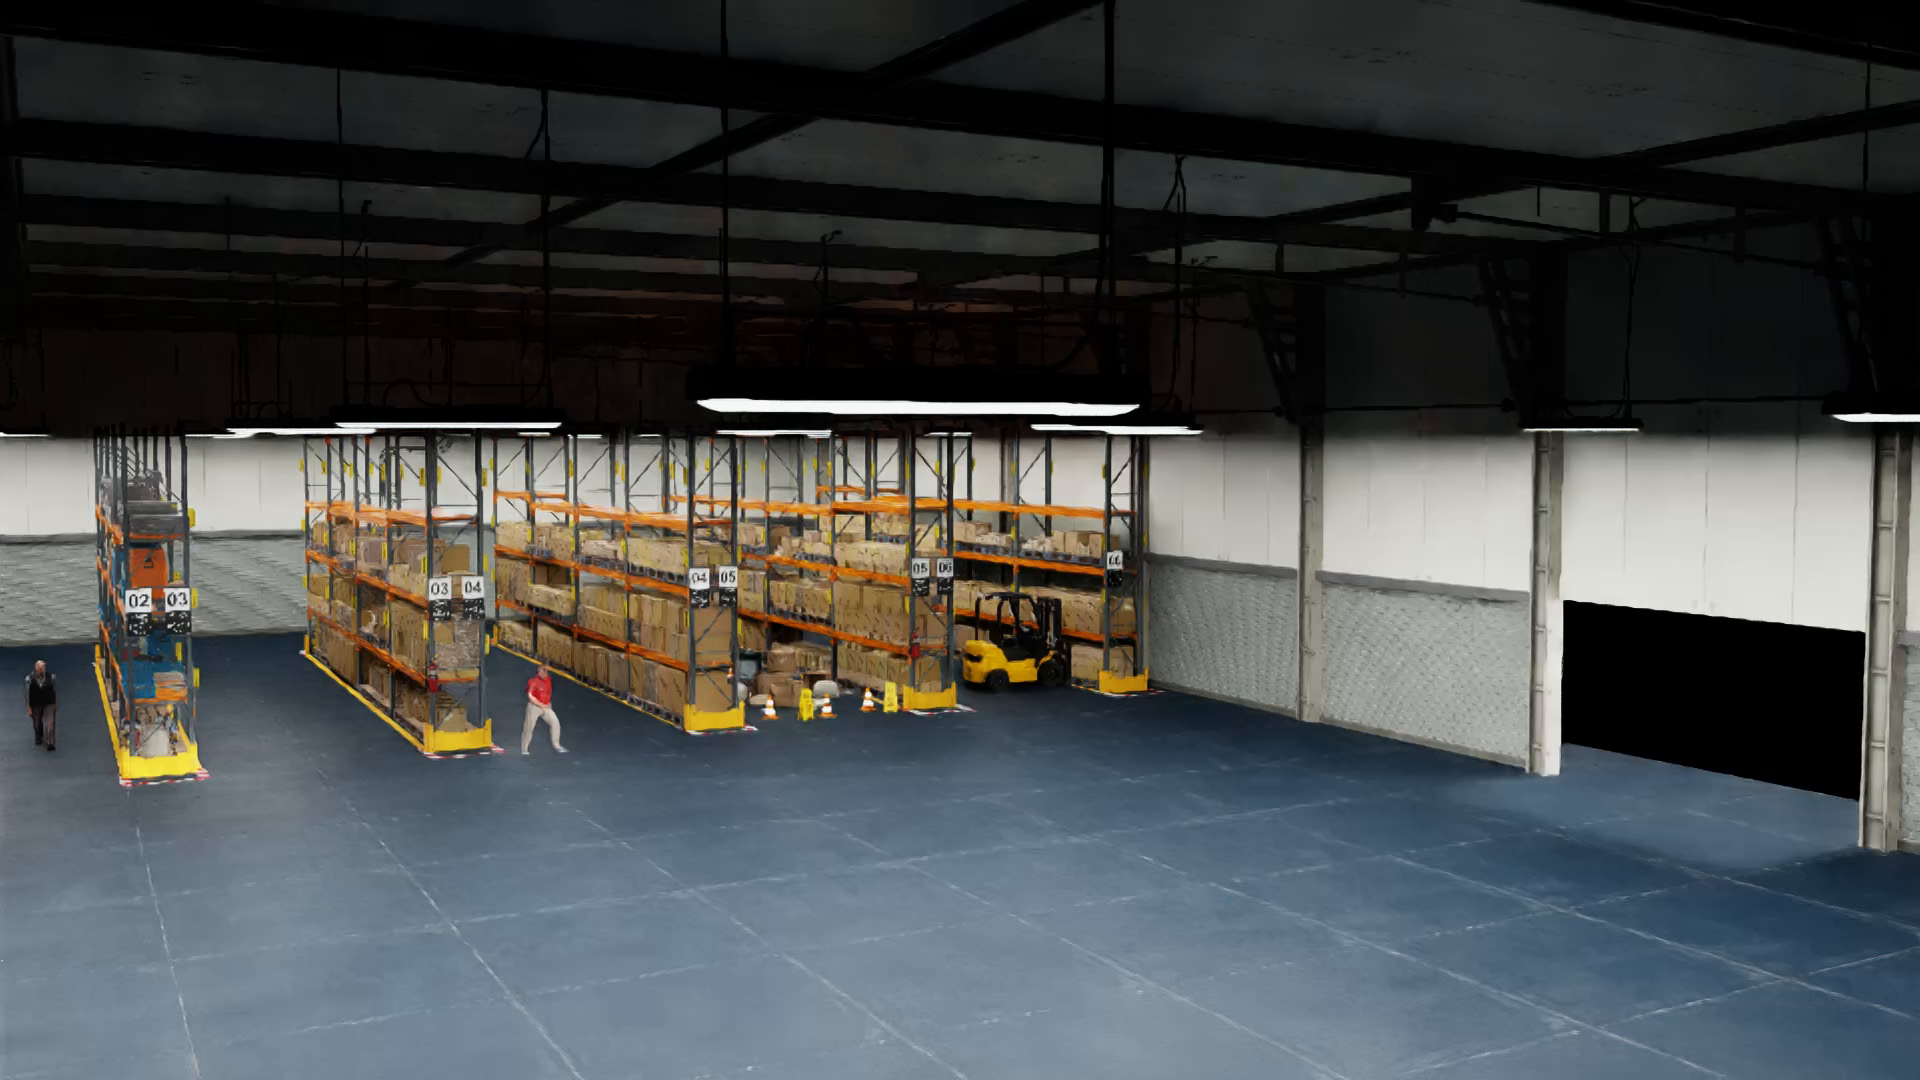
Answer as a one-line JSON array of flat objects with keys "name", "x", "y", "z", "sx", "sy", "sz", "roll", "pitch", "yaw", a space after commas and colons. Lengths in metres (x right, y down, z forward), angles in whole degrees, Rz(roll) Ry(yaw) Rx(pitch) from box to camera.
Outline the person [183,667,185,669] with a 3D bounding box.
[{"name": "person", "x": -19.381, "y": 2.397, "z": 40.993, "sx": 0.472, "sy": 1.672, "sz": 0.546, "roll": -2, "pitch": 4, "yaw": -26}]

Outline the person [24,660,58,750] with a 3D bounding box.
[{"name": "person", "x": -16.949, "y": 3.030, "z": 30.669, "sx": 0.543, "sy": 1.648, "sz": 1.107, "roll": -2, "pitch": 4, "yaw": -27}]

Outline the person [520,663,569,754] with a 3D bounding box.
[{"name": "person", "x": -7.624, "y": 3.052, "z": 30.219, "sx": 0.793, "sy": 1.668, "sz": 0.691, "roll": 3, "pitch": 5, "yaw": 40}]
